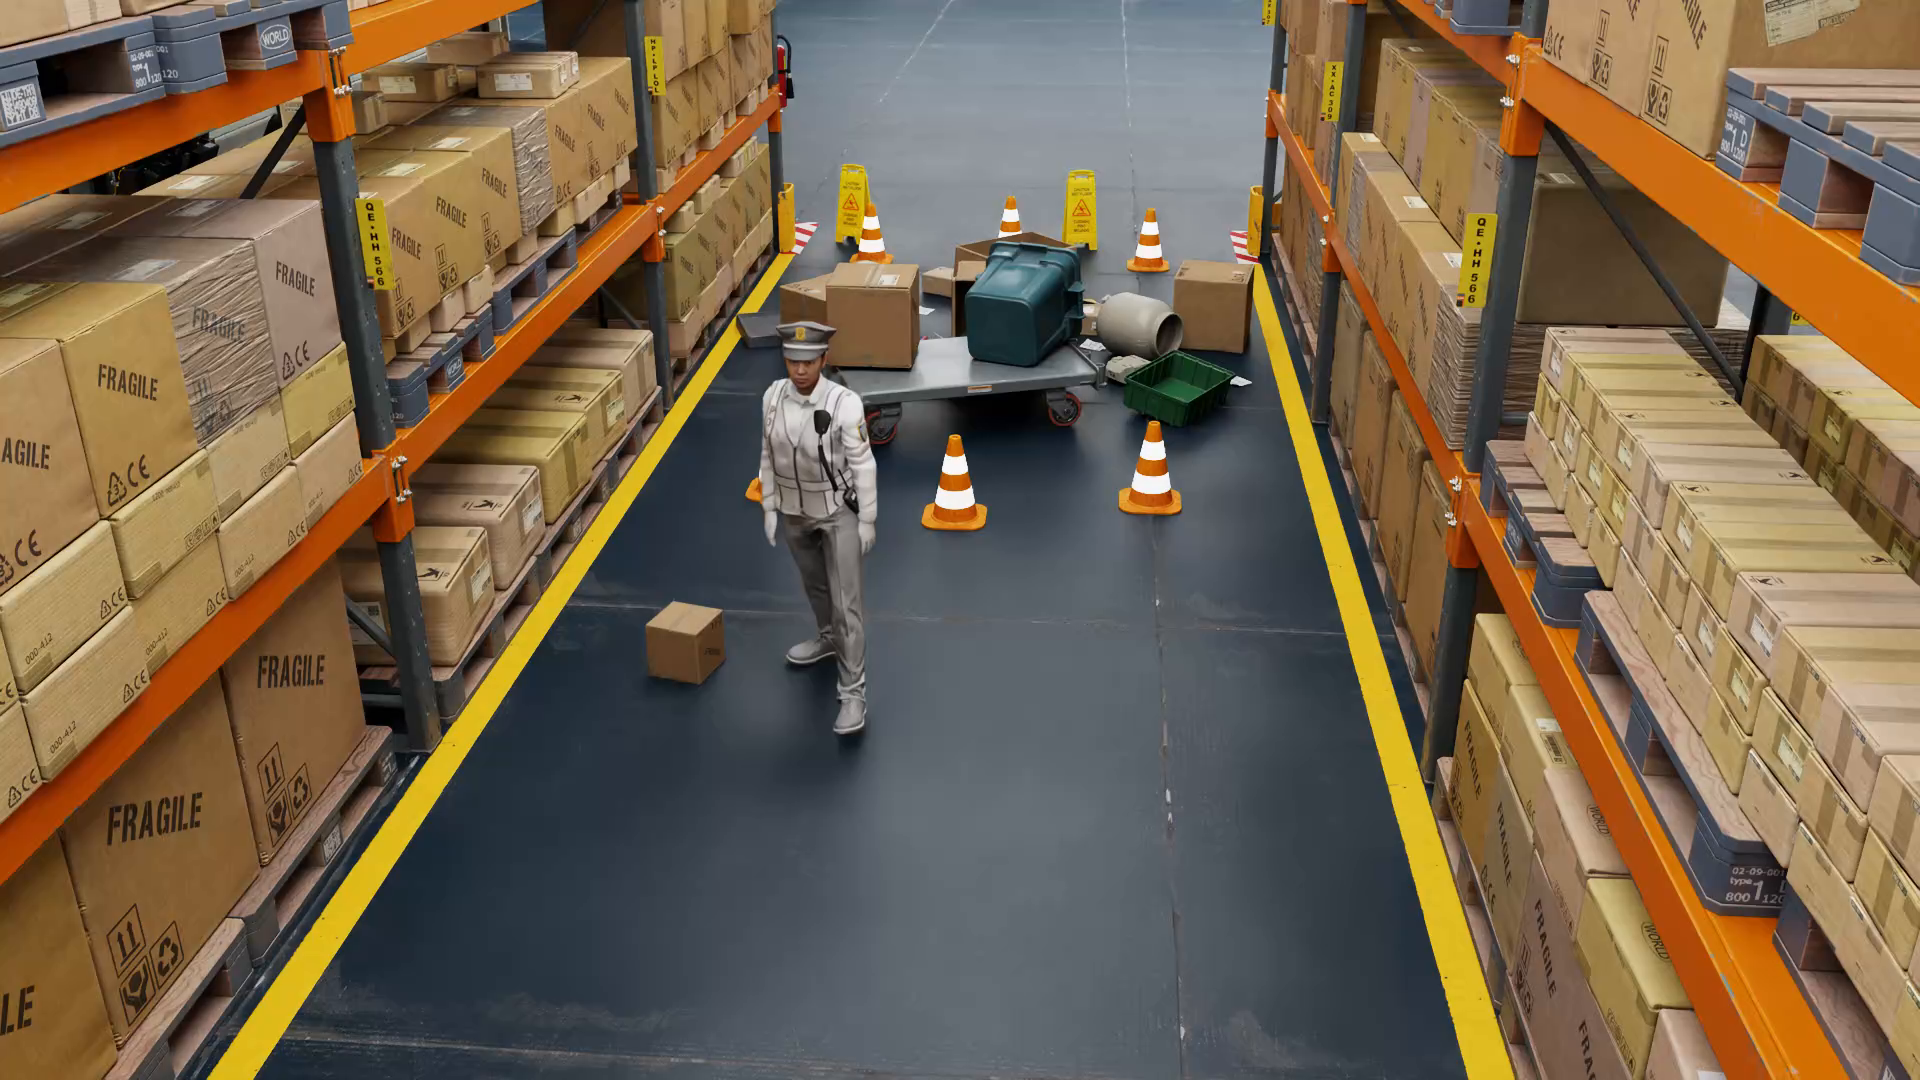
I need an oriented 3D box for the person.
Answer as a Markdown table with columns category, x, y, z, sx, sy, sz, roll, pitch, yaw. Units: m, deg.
| category | x | y | z | sx | sy | sz | roll | pitch | yaw |
| --- | --- | --- | --- | --- | --- | --- | --- | --- | --- |
| person | -0.558 | -0.094 | 6.760 | 0.642 | 1.655 | 0.772 | 11 | 27 | 23 |
